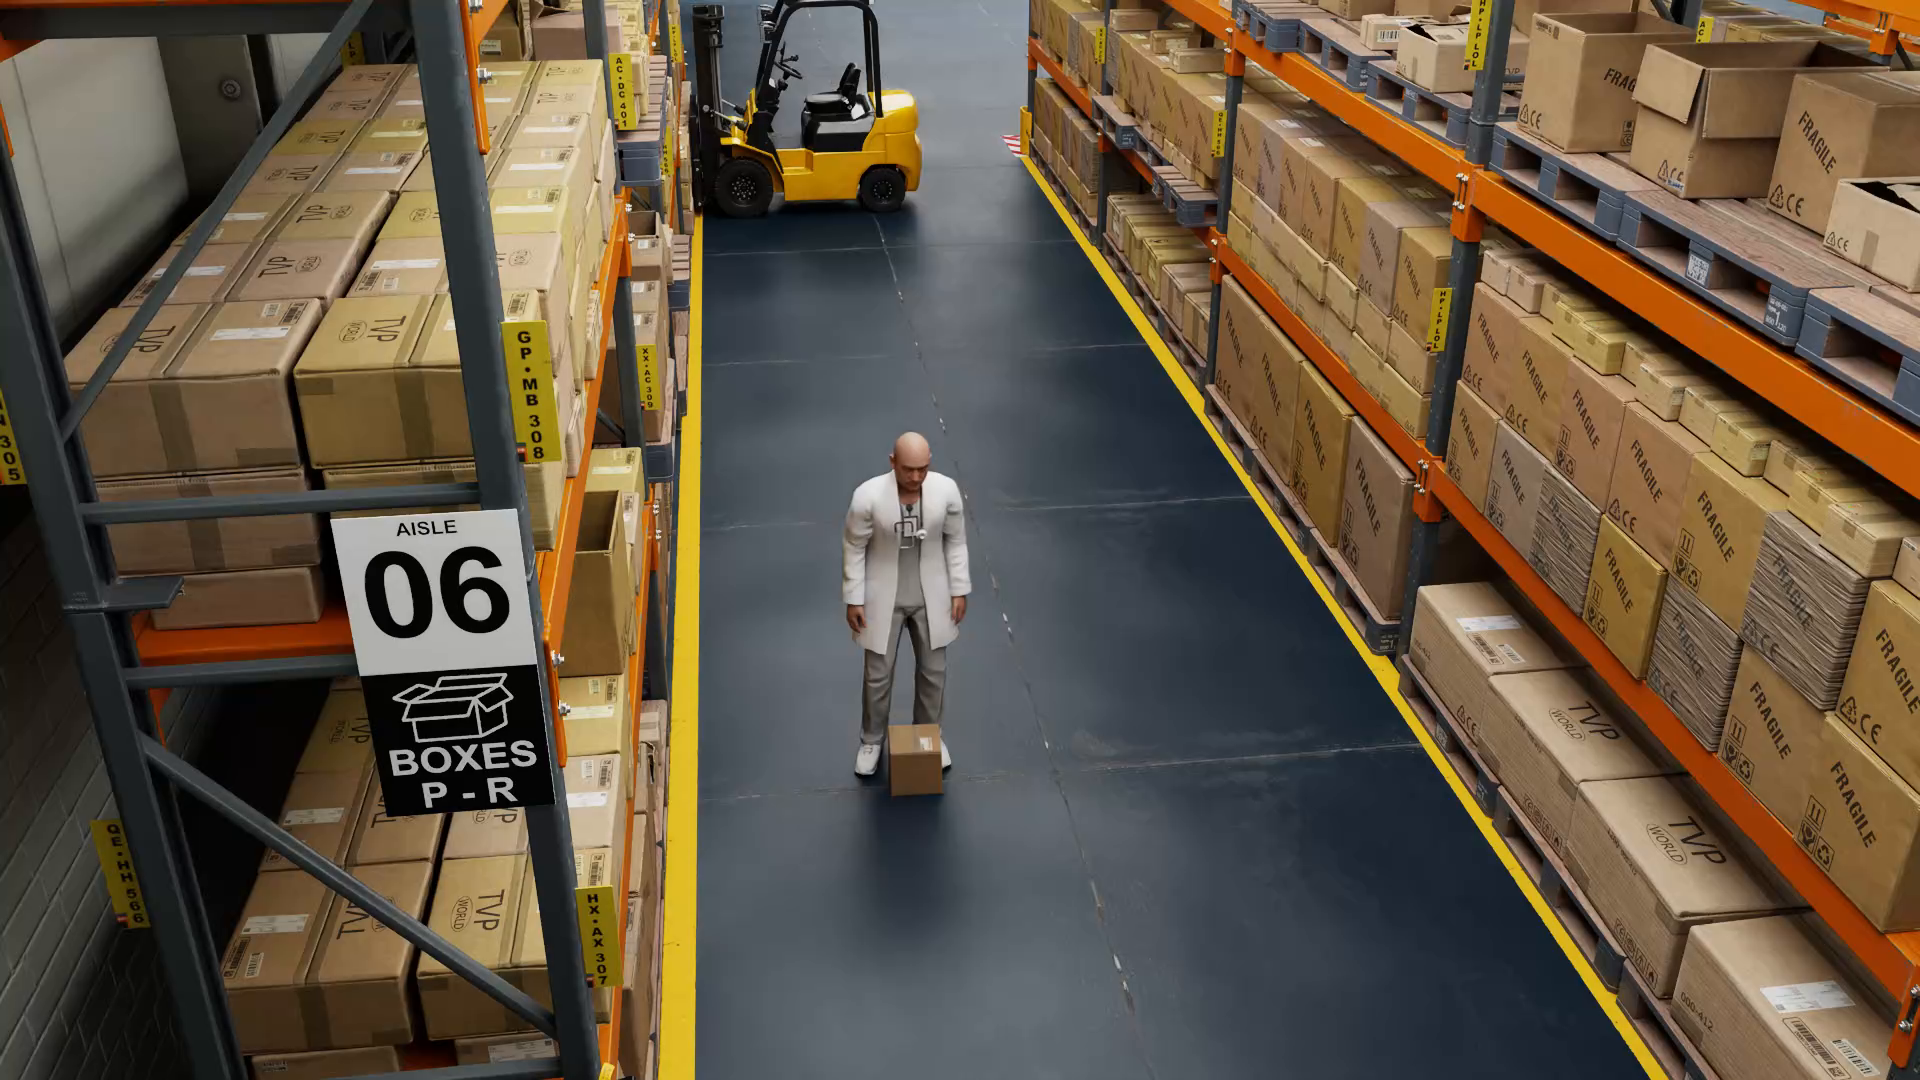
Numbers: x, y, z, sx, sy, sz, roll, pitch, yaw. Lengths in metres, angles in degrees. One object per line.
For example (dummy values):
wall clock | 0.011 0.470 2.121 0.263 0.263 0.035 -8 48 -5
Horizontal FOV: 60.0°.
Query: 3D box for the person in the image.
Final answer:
person | -0.257 0.288 8.065 0.643 1.772 0.429 -5 27 -10
